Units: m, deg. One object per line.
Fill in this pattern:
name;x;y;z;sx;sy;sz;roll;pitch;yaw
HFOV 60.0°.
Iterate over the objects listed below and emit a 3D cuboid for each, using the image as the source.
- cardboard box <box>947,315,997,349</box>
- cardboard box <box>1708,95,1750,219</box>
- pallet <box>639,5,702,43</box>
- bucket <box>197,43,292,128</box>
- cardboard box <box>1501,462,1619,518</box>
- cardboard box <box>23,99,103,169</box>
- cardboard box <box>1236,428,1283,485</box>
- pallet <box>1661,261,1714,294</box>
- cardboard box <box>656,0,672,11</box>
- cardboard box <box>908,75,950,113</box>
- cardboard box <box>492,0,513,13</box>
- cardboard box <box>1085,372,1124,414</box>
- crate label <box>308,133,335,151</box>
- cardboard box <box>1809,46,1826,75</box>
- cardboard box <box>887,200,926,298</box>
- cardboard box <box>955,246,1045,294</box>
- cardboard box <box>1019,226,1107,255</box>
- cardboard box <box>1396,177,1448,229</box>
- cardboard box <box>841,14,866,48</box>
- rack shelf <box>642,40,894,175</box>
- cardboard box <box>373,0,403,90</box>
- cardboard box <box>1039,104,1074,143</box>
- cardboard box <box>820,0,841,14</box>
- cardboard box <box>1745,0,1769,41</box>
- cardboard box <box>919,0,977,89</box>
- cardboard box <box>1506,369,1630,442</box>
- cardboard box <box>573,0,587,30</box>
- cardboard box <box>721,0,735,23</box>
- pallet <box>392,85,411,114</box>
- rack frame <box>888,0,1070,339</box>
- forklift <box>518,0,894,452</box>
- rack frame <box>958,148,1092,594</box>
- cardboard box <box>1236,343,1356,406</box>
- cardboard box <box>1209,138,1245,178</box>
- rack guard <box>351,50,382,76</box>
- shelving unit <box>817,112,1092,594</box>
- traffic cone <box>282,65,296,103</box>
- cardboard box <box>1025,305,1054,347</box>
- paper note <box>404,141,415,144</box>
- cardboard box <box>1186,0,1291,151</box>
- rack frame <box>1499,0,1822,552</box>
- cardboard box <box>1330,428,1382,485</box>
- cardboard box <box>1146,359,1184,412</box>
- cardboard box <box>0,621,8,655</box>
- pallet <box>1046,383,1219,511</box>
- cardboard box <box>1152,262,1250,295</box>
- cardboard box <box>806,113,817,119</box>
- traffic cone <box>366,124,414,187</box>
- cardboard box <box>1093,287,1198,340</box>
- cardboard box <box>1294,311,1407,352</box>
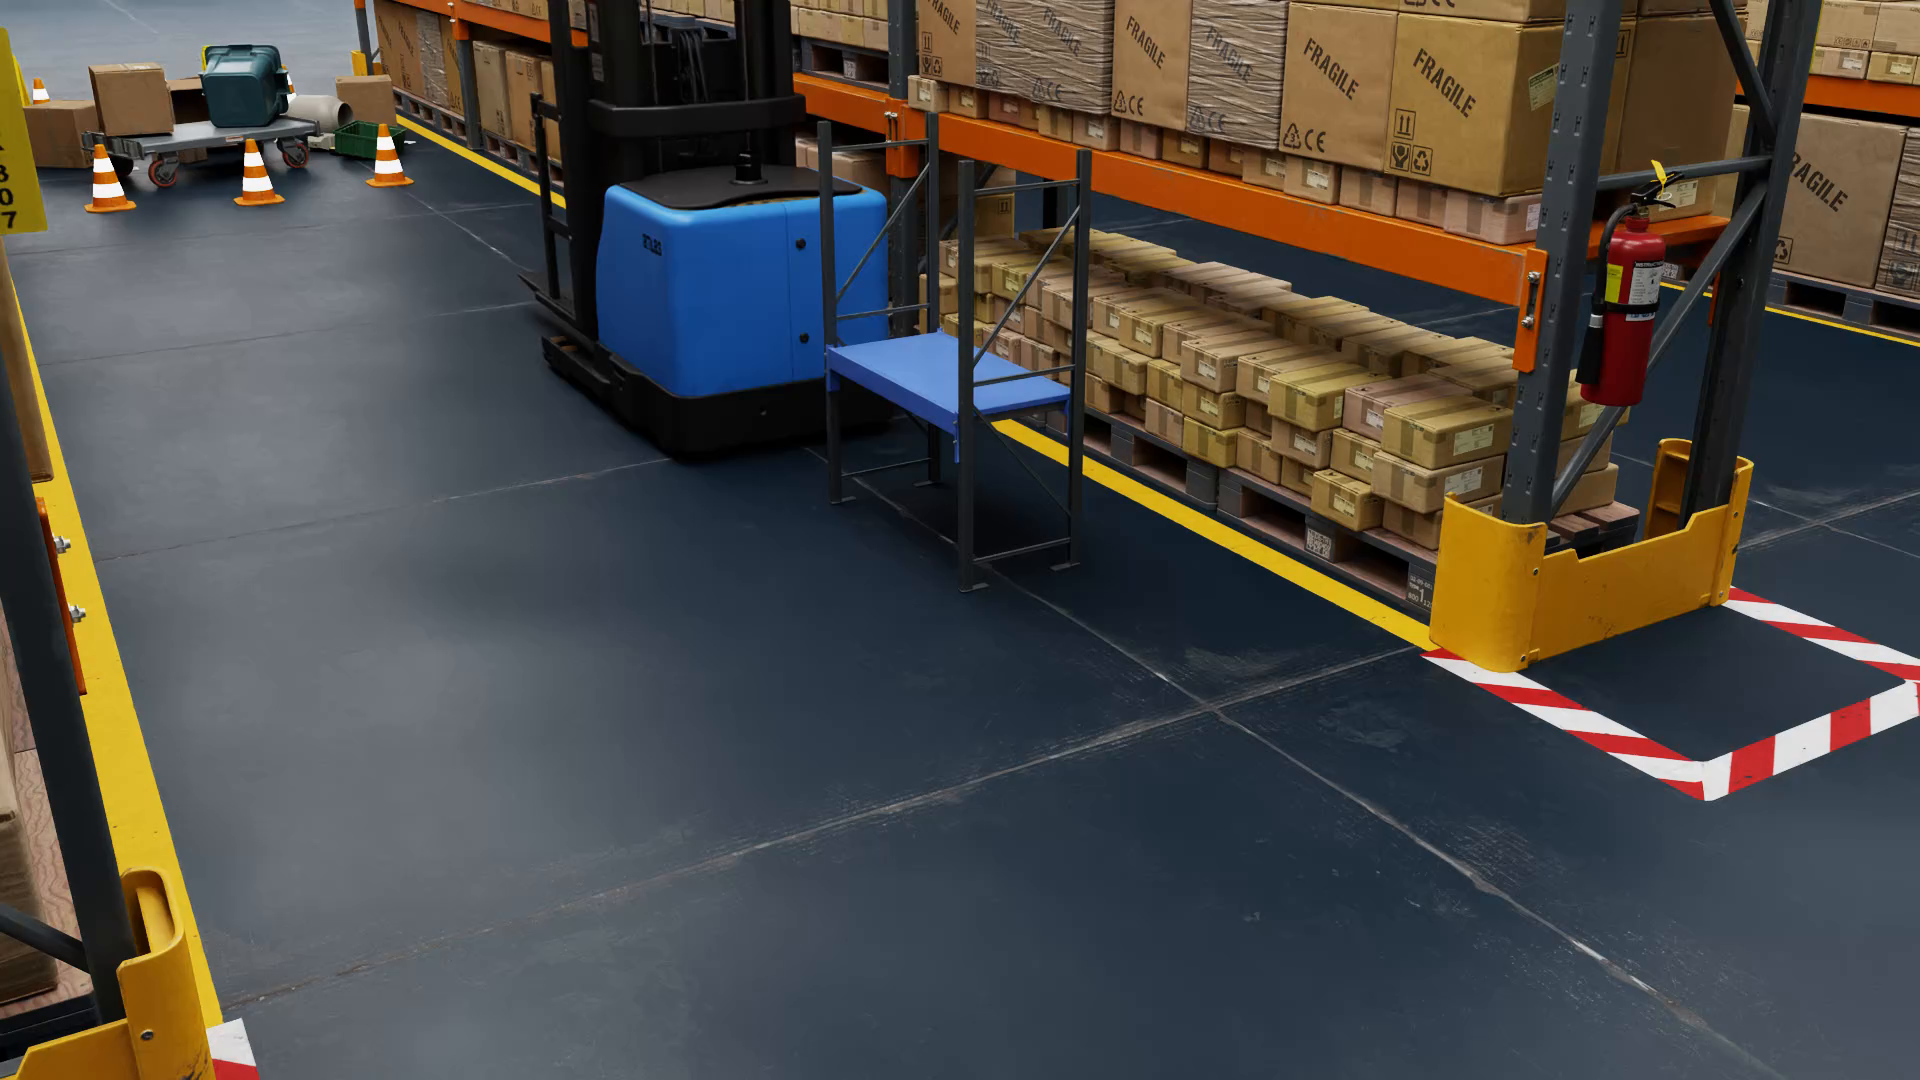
cardboard box;0.159;-1.004;8.027;0.380;0.149;0.250;-12;25;-27
cardboard box;4.698;-2.299;10.247;0.875;0.875;0.875;-13;25;-28
pallet;-1.474;-3.392;10.928;1.213;0.211;1.003;-13;25;-28
bucket;-6.024;-3.774;13.942;0.726;0.611;0.620;-4;32;-10
cardboard box;2.164;-0.206;6.064;0.380;0.149;0.250;-12;25;-27
cardboard box;-7.554;-3.453;14.139;0.500;0.500;0.500;4;22;9
cardboard box;1.292;-0.349;6.414;0.380;0.149;0.250;-12;25;-28
pallet;4.750;-1.764;10.372;1.003;0.211;1.213;-13;25;-28
cardboard box;-1.738;-3.499;10.711;0.380;0.149;0.250;-11;25;-26
cardboard box;-0.023;-2.125;7.890;0.380;0.149;0.250;-12;25;-26
cardboard box;-3.424;-4.485;13.228;0.500;0.500;0.500;-13;25;-29
cardboard box;0.721;-0.678;7.225;0.380;0.149;0.250;-13;26;-30
crate label;-5.692;-3.568;14.908;0.250;0.136;0.298;8;23;18
cardboard box;4.830;-2.704;9.313;0.380;0.149;0.250;-13;25;-29
cardboard box;-0.481;-1.624;9.085;0.500;0.500;0.500;-13;26;-29
cardboard box;0.201;-1.294;7.949;0.380;0.149;0.250;-11;25;-26
cardboard box;0.519;-1.481;8.409;0.380;0.149;0.250;-12;25;-27
cardboard box;1.653;-1.124;5.426;0.380;0.149;0.250;-13;25;-28
cardboard box;-0.393;-2.649;8.621;0.380;0.149;0.250;-12;25;-28
rack shelf;-0.908;-2.710;9.951;1.077;0.370;4.000;-13;25;-28
cardboard box;-5.613;-5.284;17.592;0.875;0.875;0.875;-12;25;-28
cardboard box;0.561;-1.796;7.081;0.380;0.149;0.250;-12;25;-27
cardboard box;-0.519;-2.869;8.767;0.380;0.149;0.250;-11;25;-26
cardboard box;4.694;-3.021;9.565;0.500;0.250;0.500;-13;25;-28
cardboard box;0.150;-2.372;7.635;0.500;0.500;0.500;-13;26;-29
cardboard box;2.181;-0.486;5.961;0.380;0.149;0.250;-14;26;-31
cardboard box;-2.391;-3.831;11.622;0.500;0.500;0.500;-13;25;-28
cardboard box;-1.196;-3.157;9.870;0.380;0.149;0.250;-12;25;-28
pallet;-5.540;-4.745;17.705;1.003;0.211;1.213;-13;25;-28
rack frame;0.114;-2.396;8.223;1.000;3.000;0.127;-13;25;-28
forklift;-1.467;-2.241;7.932;1.130;2.935;3.031;-12;25;-27
rack frame;0.216;-0.558;5.692;0.500;1.500;0.032;-13;25;-28
cardboard box;1.270;-0.621;6.294;0.380;0.149;0.250;-14;26;-30
cardboard box;1.165;-1.470;6.278;0.380;0.149;0.250;-14;26;-30
rack guard;-6.028;-5.130;18.270;1.175;0.500;0.348;-13;25;-28
shelving unit;-0.044;-0.722;6.097;0.538;1.500;1.048;-13;25;-28
traffic cone;-6.966;-4.660;17.163;0.336;0.463;0.334;-13;25;-28
cardboard box;0.521;-1.004;7.632;0.380;0.149;0.250;-14;26;-31
paper note;-5.095;-3.654;15.260;0.142;0.020;0.147;8;23;18
cardboard box;1.180;-1.711;6.011;0.500;0.500;0.500;-13;25;-28
rack frame;2.157;-1.101;5.037;1.000;3.000;0.127;-13;25;-28
cardboard box;1.555;-0.324;5.958;0.380;0.149;0.250;-13;26;-29
cardboard box;0.984;-0.649;6.757;0.380;0.149;0.250;-11;25;-26
cardboard box;-3.404;0.095;4.940;0.875;0.438;0.875;-13;26;-30
pallet;1.114;-0.498;7.257;1.003;0.211;1.213;-13;25;-28
cardboard box;1.100;-1.157;7.613;0.380;0.149;0.250;-14;26;-31
cardboard box;-0.841;-2.575;10.429;0.500;0.250;0.500;-12;25;-27
traffic cone;-4.586;-3.086;13.289;0.336;0.463;0.334;-13;25;-28
cardboard box;0.796;-0.971;7.155;0.380;0.149;0.250;-14;26;-30
cardboard box;1.587;-0.814;6.769;0.380;0.149;0.250;-12;25;-26
